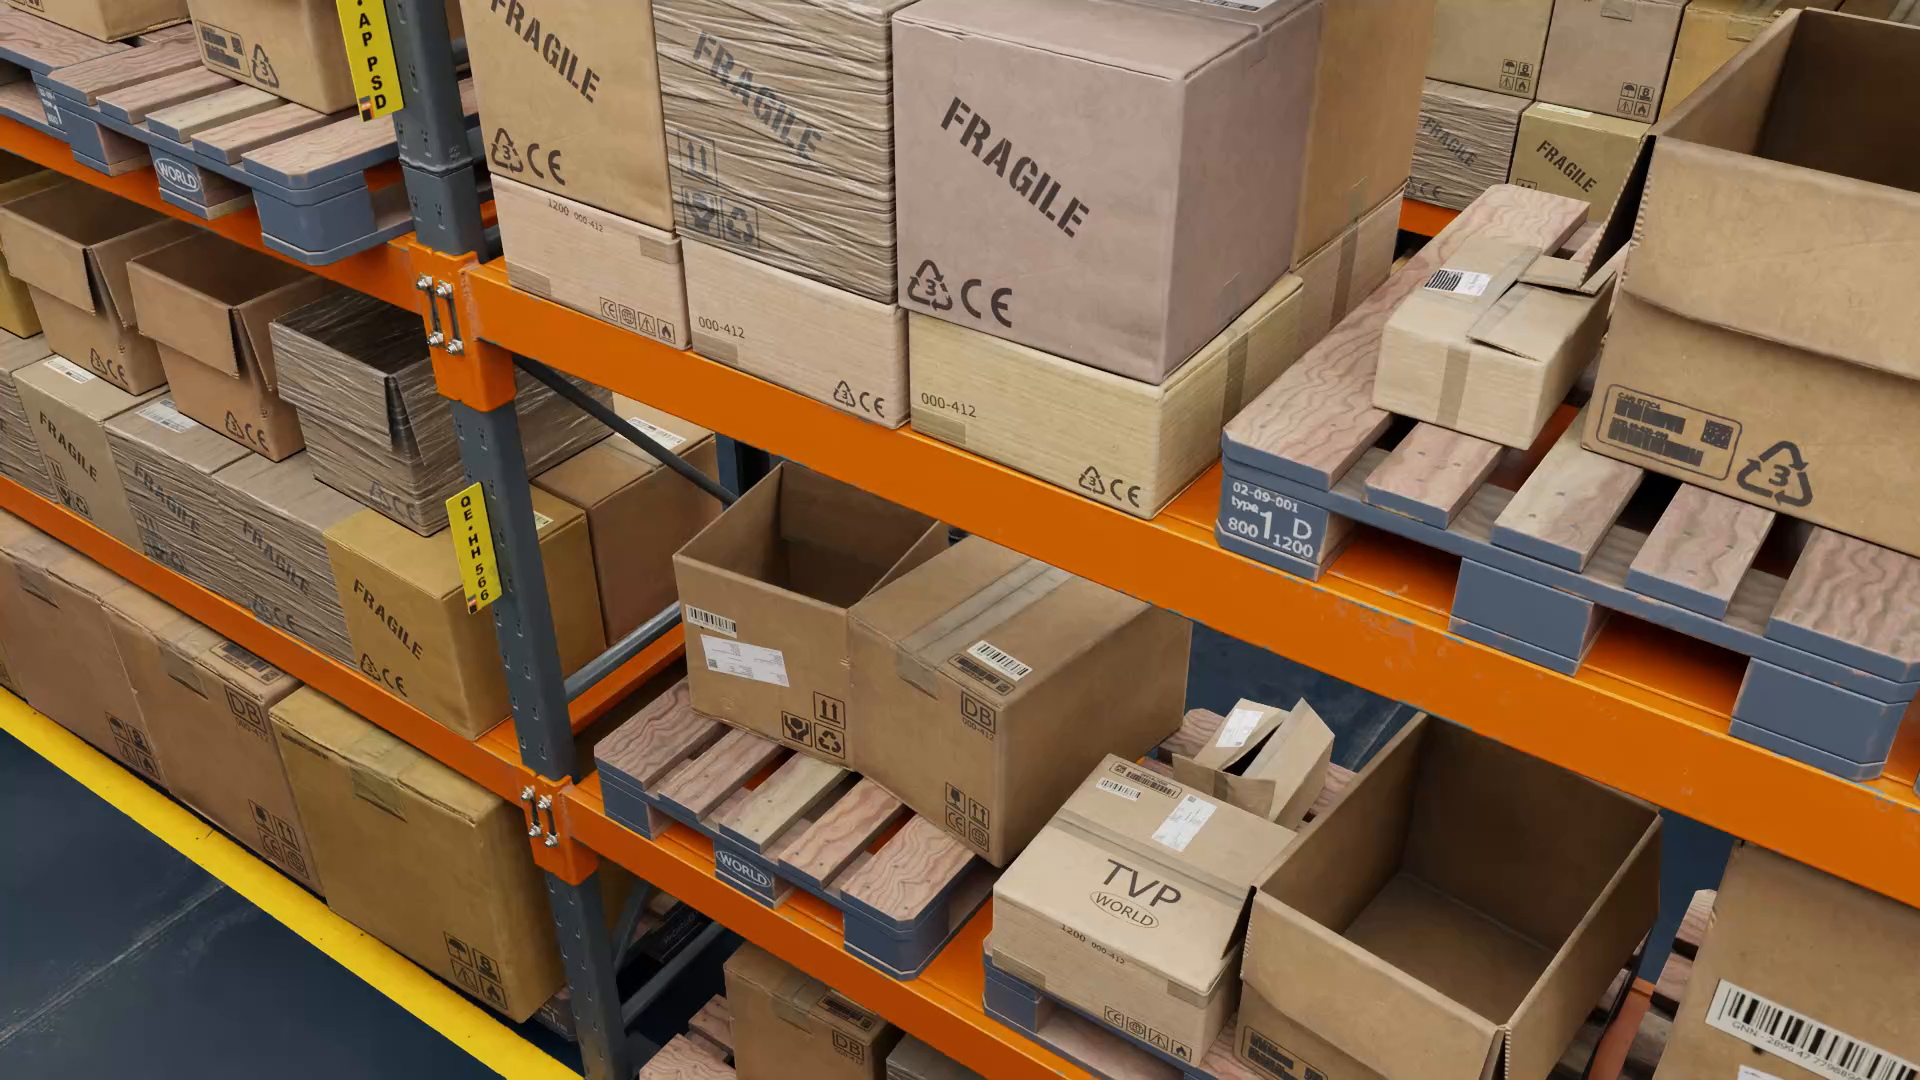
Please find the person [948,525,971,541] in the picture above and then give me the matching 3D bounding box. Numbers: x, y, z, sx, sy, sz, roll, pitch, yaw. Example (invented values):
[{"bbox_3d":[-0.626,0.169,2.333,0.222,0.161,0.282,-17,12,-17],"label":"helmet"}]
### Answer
[{"bbox_3d":[-0.024,-0.681,7.102,0.343,1.688,0.521,24,41,30],"label":"person"}]
